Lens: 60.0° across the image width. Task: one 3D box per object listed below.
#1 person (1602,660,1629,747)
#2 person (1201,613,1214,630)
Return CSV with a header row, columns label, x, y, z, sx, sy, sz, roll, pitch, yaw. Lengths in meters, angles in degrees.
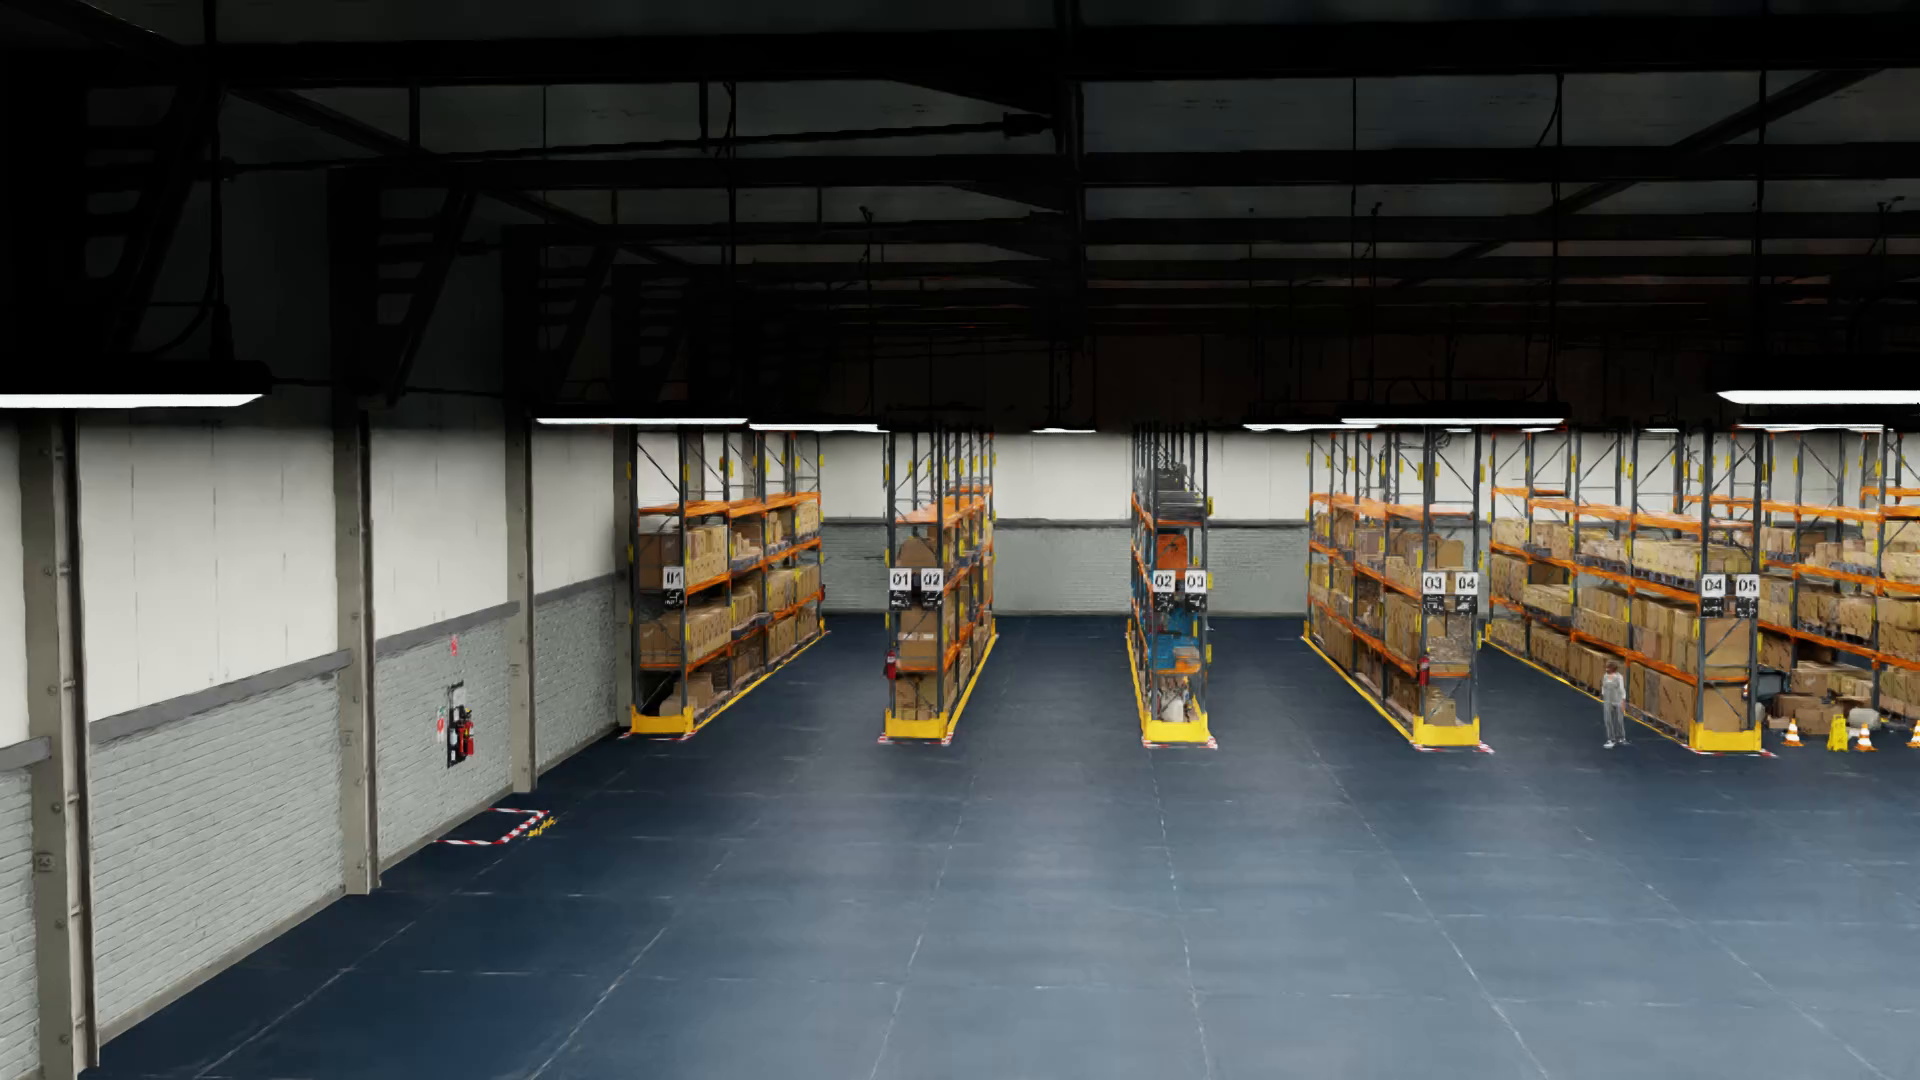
label,x,y,z,sx,sy,sz,roll,pitch,yaw
person,12.070,2.998,30.626,0.464,1.584,0.511,3,5,42
person,7.001,1.812,48.446,0.552,1.672,0.685,3,5,42
